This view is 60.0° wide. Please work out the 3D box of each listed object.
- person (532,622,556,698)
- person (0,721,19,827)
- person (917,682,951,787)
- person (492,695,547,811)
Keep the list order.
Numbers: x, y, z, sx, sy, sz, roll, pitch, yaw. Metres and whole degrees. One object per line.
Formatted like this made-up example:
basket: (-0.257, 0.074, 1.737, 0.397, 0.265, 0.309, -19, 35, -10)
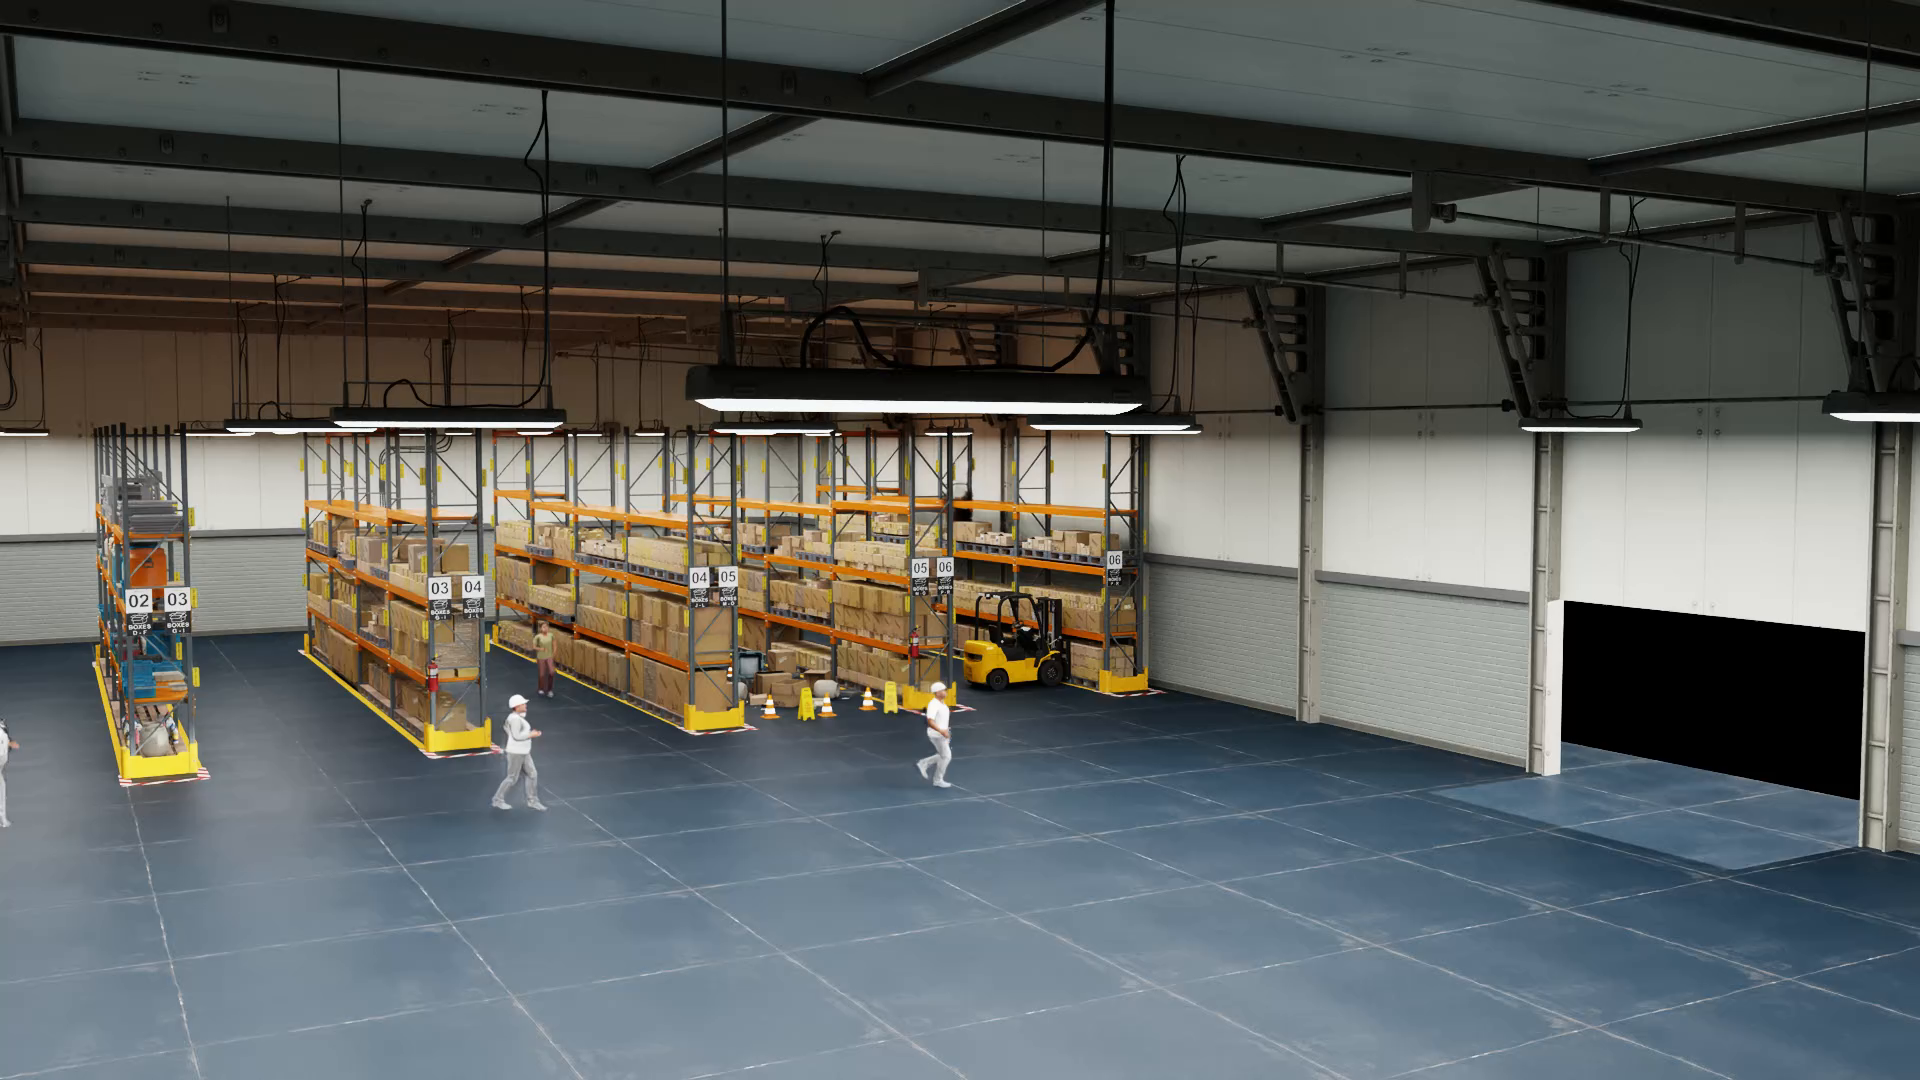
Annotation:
person: (-9.209, 2.667, 36.934, 0.588, 1.714, 0.688, -2, 4, -30)
person: (-14.425, 3.347, 24.743, 0.816, 1.842, 0.645, 0, 3, 2)
person: (-0.427, 3.201, 27.445, 0.602, 1.720, 0.733, 0, 3, 7)
person: (-6.763, 3.275, 25.476, 0.801, 1.806, 0.654, 0, 3, -6)
